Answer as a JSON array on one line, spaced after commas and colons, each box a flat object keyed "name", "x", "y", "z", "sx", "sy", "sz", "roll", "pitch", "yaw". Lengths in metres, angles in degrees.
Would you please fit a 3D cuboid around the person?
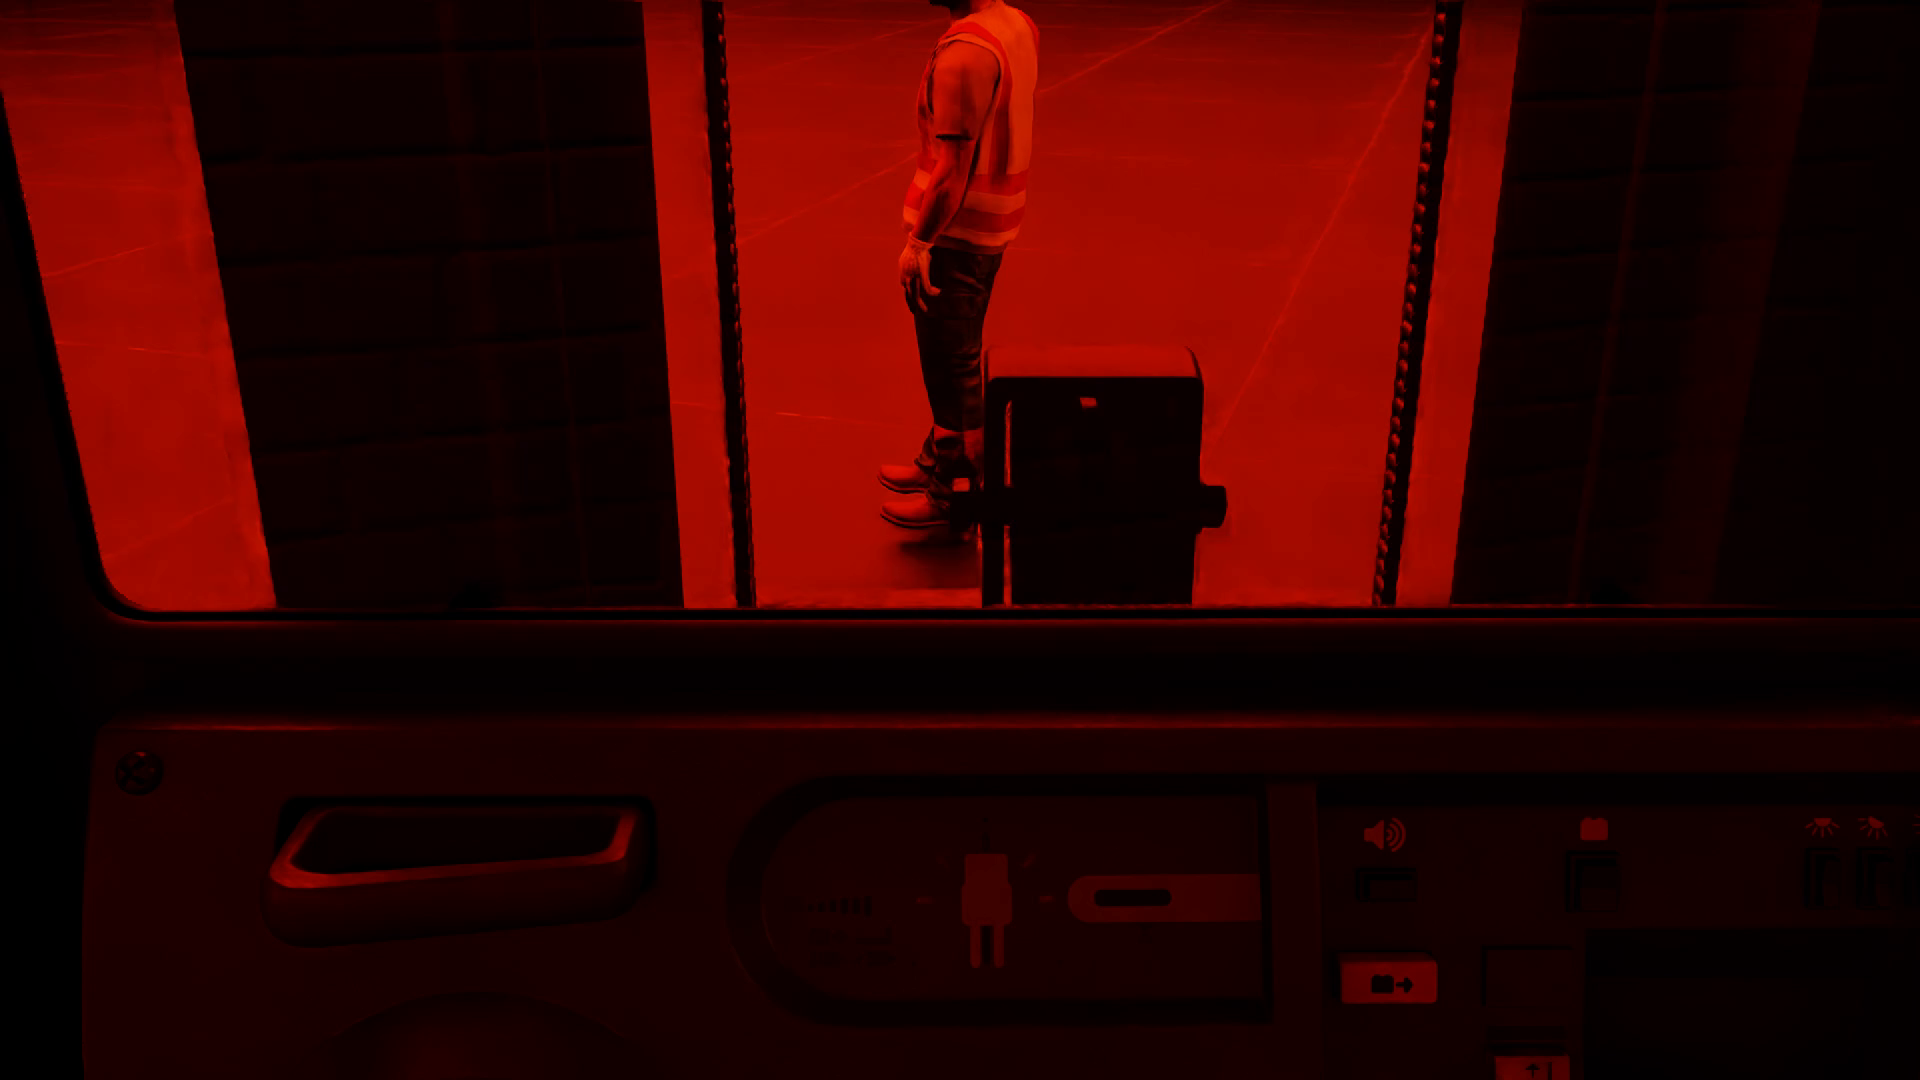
[{"name": "person", "x": -0.074, "y": -0.884, "z": 4.793, "sx": 0.561, "sy": 1.789, "sz": 0.638, "roll": 7, "pitch": 23, "yaw": 16}]
